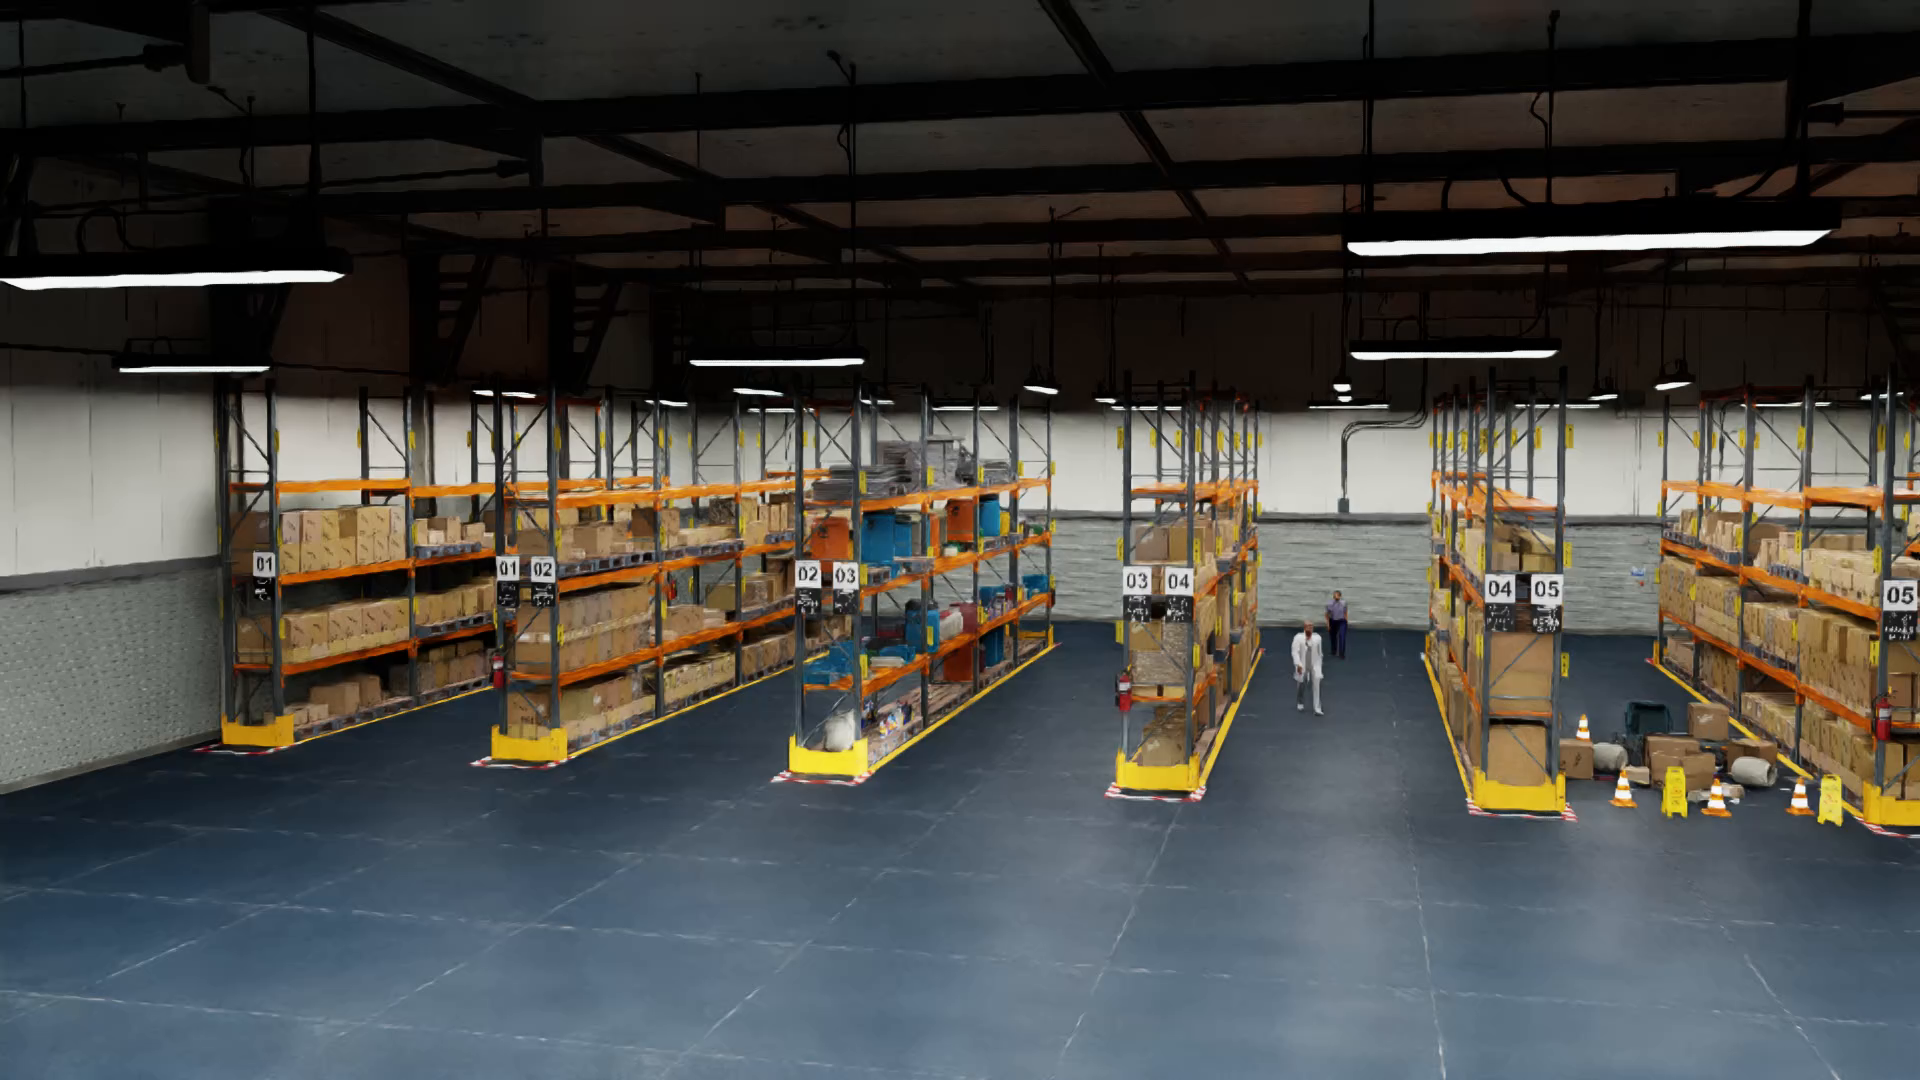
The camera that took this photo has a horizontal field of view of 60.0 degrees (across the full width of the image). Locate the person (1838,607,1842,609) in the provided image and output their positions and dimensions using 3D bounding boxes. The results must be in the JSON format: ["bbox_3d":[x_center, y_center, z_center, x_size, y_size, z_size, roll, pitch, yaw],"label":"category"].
[{"bbox_3d":[18.119,2.158,34.119,0.478,1.615,0.475,2,4,32],"label":"person"}]

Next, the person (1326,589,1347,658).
[{"bbox_3d":[8.671,1.999,38.304,0.479,1.385,1.090,1,4,15],"label":"person"}]

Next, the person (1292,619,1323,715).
[{"bbox_3d":[6.351,2.303,30.401,0.580,1.715,1.103,0,3,5],"label":"person"}]
